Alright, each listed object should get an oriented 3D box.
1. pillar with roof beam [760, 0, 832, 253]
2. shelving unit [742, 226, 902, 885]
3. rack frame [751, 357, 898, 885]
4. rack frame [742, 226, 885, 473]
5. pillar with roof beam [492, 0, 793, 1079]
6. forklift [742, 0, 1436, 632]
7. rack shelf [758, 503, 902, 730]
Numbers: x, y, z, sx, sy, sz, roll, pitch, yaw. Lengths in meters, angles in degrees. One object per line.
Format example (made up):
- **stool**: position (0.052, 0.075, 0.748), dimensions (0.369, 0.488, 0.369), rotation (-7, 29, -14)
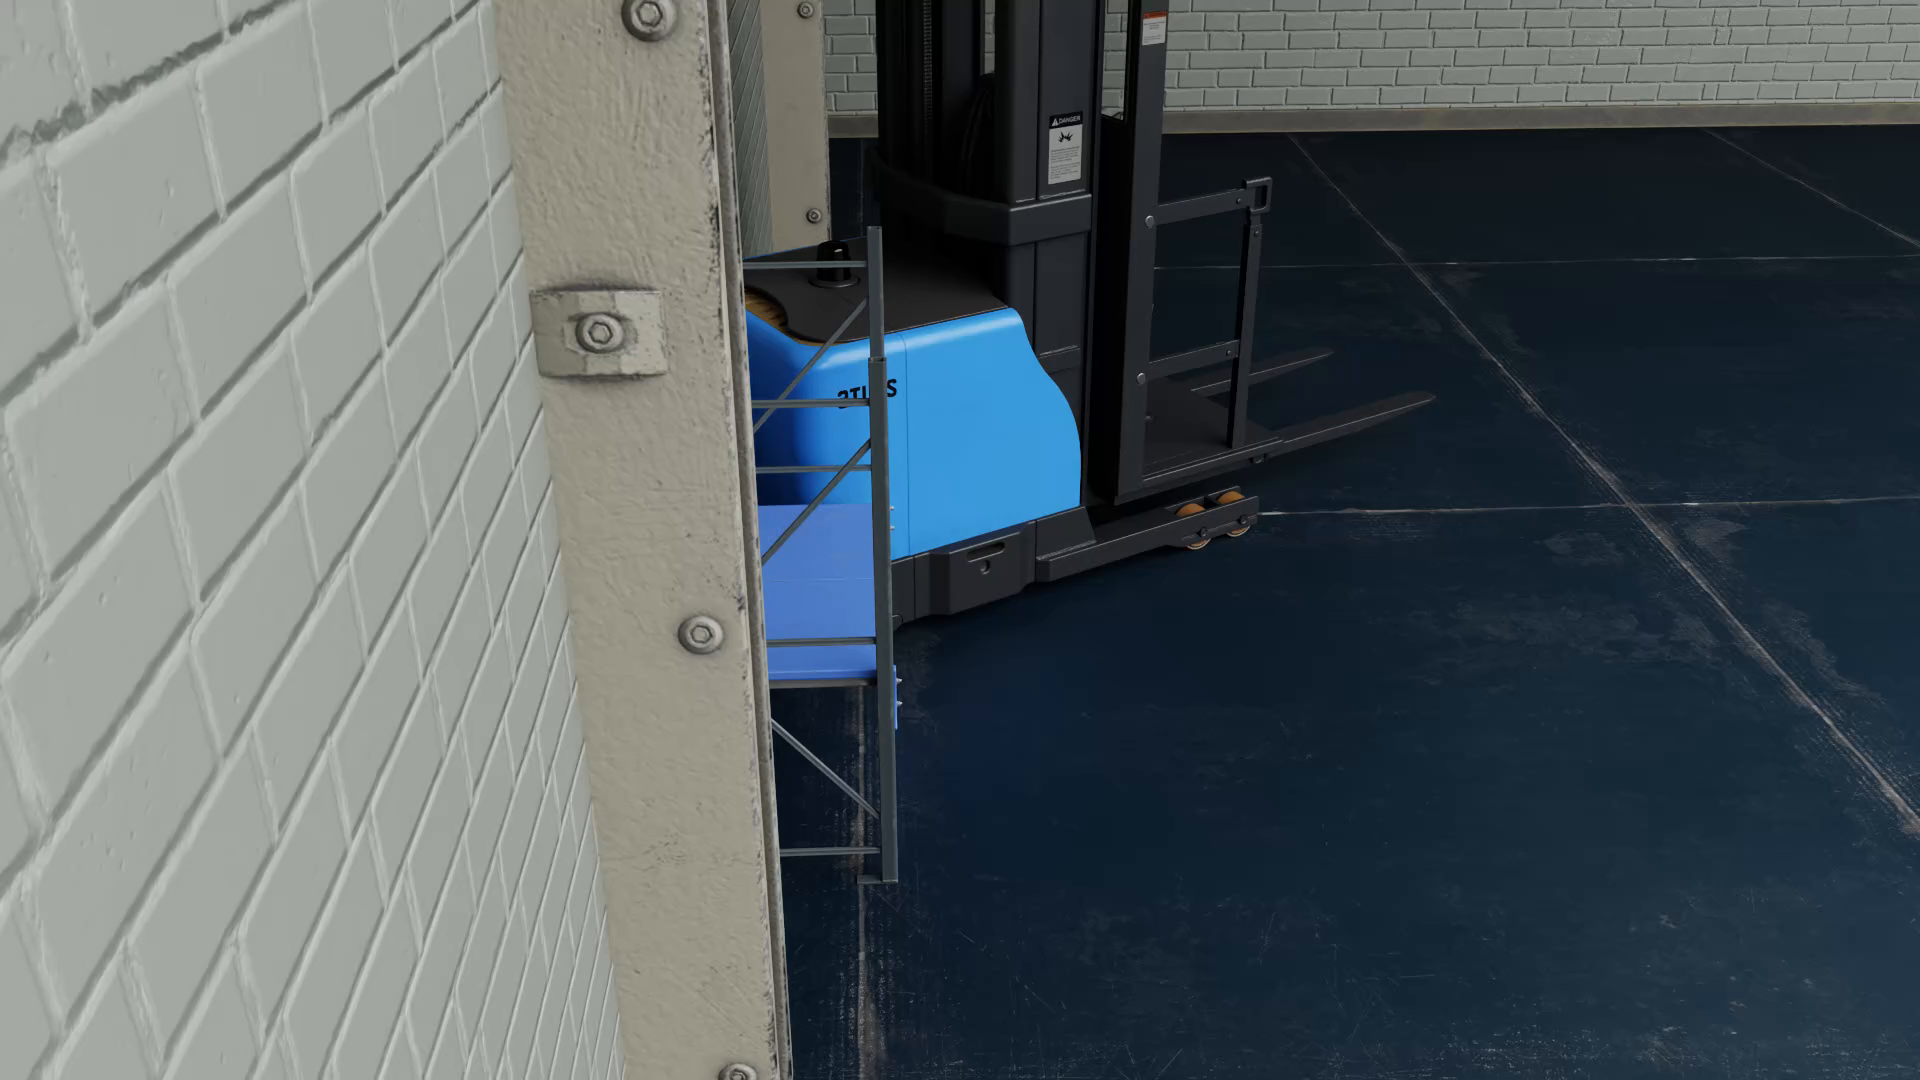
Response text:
- **pillar with roof beam**: position (3.452, -5.535, 7.131), dimensions (9.100, 9.000, 0.400), rotation (-1, 28, -3)
- **shelving unit**: position (-0.444, 0.024, 4.582), dimensions (0.538, 1.500, 1.048), rotation (-1, 28, -3)
- **rack frame**: position (-0.417, 0.259, 4.132), dimensions (0.500, 1.500, 0.032), rotation (-1, 28, -3)
- **rack frame**: position (-0.471, -0.211, 5.032), dimensions (0.500, 1.500, 0.032), rotation (-1, 28, -3)
- **pillar with roof beam**: position (3.765, -2.764, 1.818), dimensions (9.100, 9.000, 0.400), rotation (-1, 28, -3)
- **forklift**: position (0.526, -1.454, 5.868), dimensions (3.031, 2.935, 1.130), rotation (-16, 32, -28)
- **rack shelf**: position (-0.444, 0.183, 4.665), dimensions (0.538, 0.185, 1.000), rotation (-1, 28, -3)
